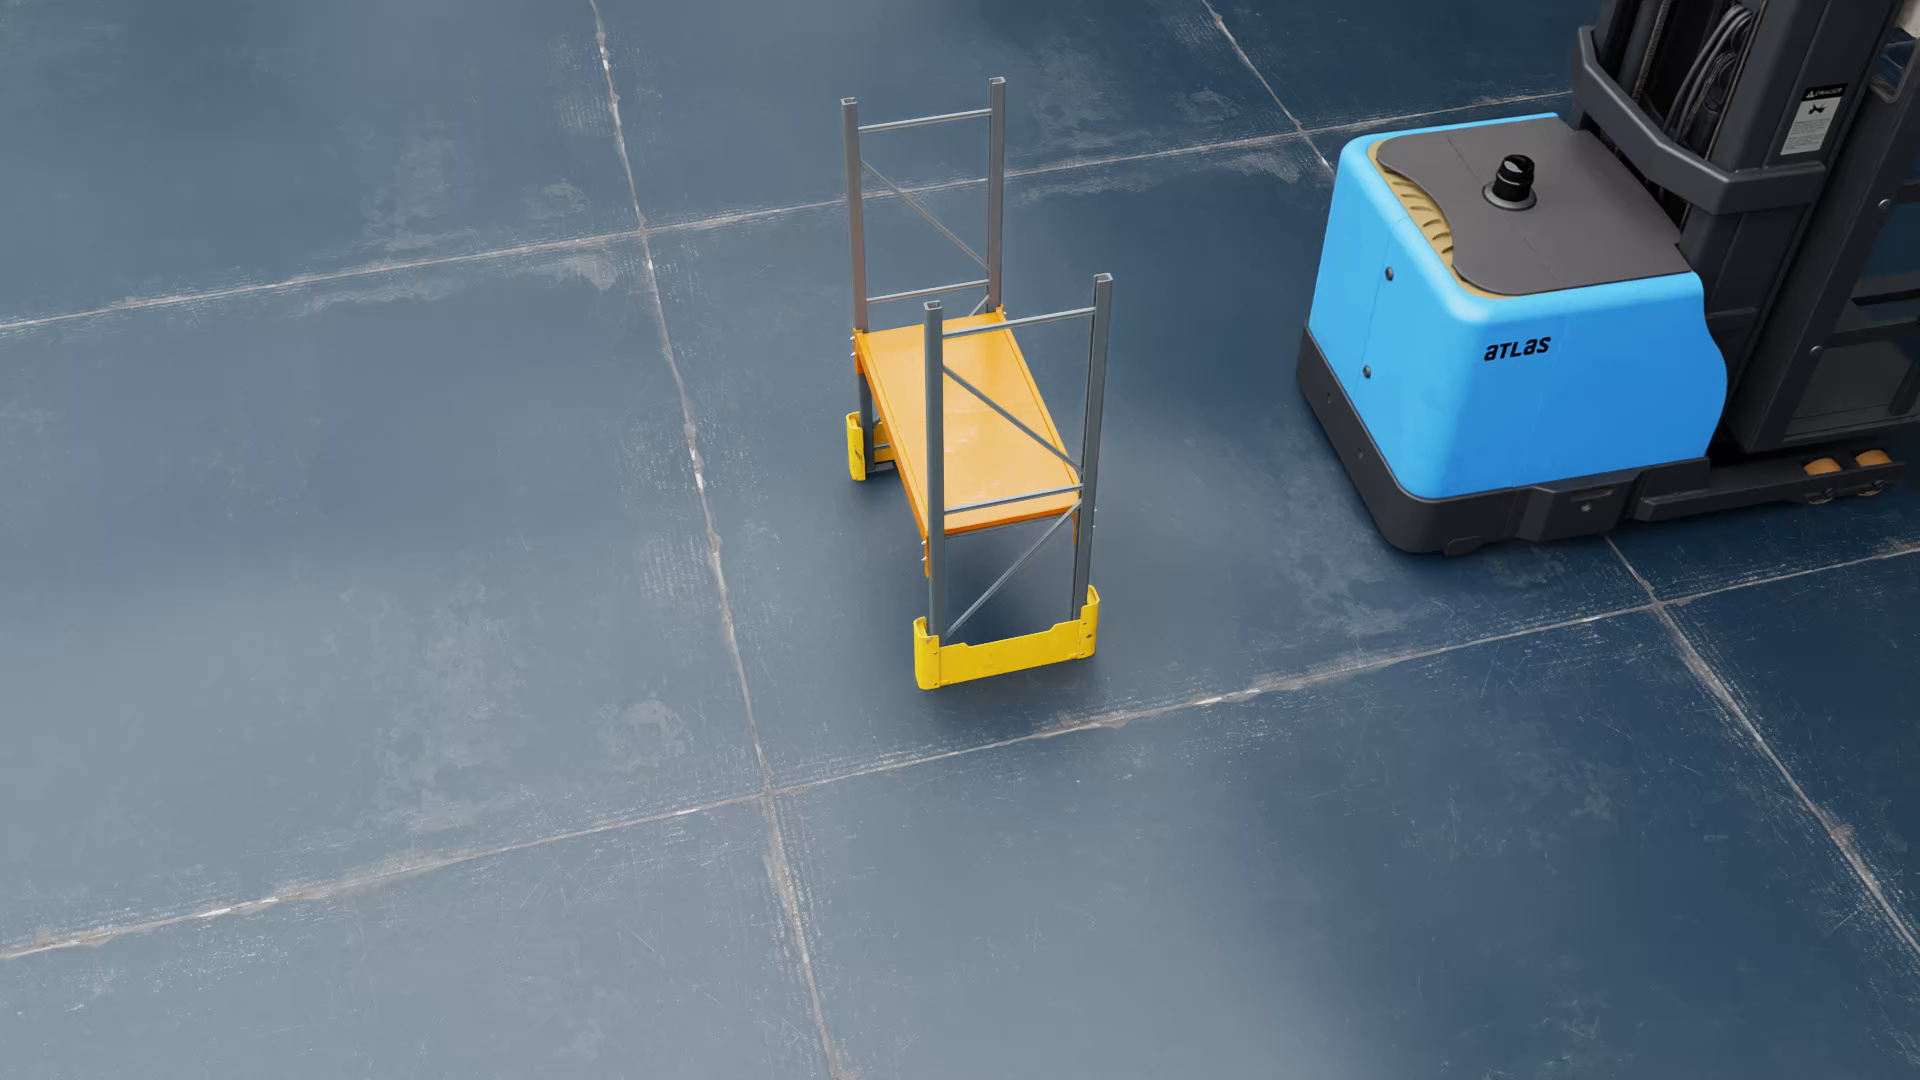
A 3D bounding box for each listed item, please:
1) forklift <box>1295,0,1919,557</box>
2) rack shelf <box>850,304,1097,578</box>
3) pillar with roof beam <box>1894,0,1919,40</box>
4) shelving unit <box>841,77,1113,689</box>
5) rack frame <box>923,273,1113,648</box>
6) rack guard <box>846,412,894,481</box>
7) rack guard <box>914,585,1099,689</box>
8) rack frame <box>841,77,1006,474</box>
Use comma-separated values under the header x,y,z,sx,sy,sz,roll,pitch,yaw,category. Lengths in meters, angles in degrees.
x,y,z,sx,sy,sz,roll,pitch,yaw,category
2.833,-1.514,5.181,3.031,2.935,1.130,-9,46,-9,forklift
0.022,-0.340,5.285,0.538,0.185,1.000,-11,47,-10,rack shelf
0.600,-4.826,4.179,9.100,9.000,0.400,-11,47,-10,pillar with roof beam
0.020,-0.472,5.163,0.587,1.500,1.083,-11,47,-10,shelving unit
0.152,-0.115,4.813,0.500,1.500,0.032,-11,47,-10,rack frame
-0.108,-0.379,5.946,0.587,0.250,0.087,-11,47,-10,rack guard
0.147,0.309,5.272,0.587,0.250,0.087,-11,47,-10,rack guard
-0.108,-0.817,5.501,0.500,1.500,0.032,-11,47,-10,rack frame
